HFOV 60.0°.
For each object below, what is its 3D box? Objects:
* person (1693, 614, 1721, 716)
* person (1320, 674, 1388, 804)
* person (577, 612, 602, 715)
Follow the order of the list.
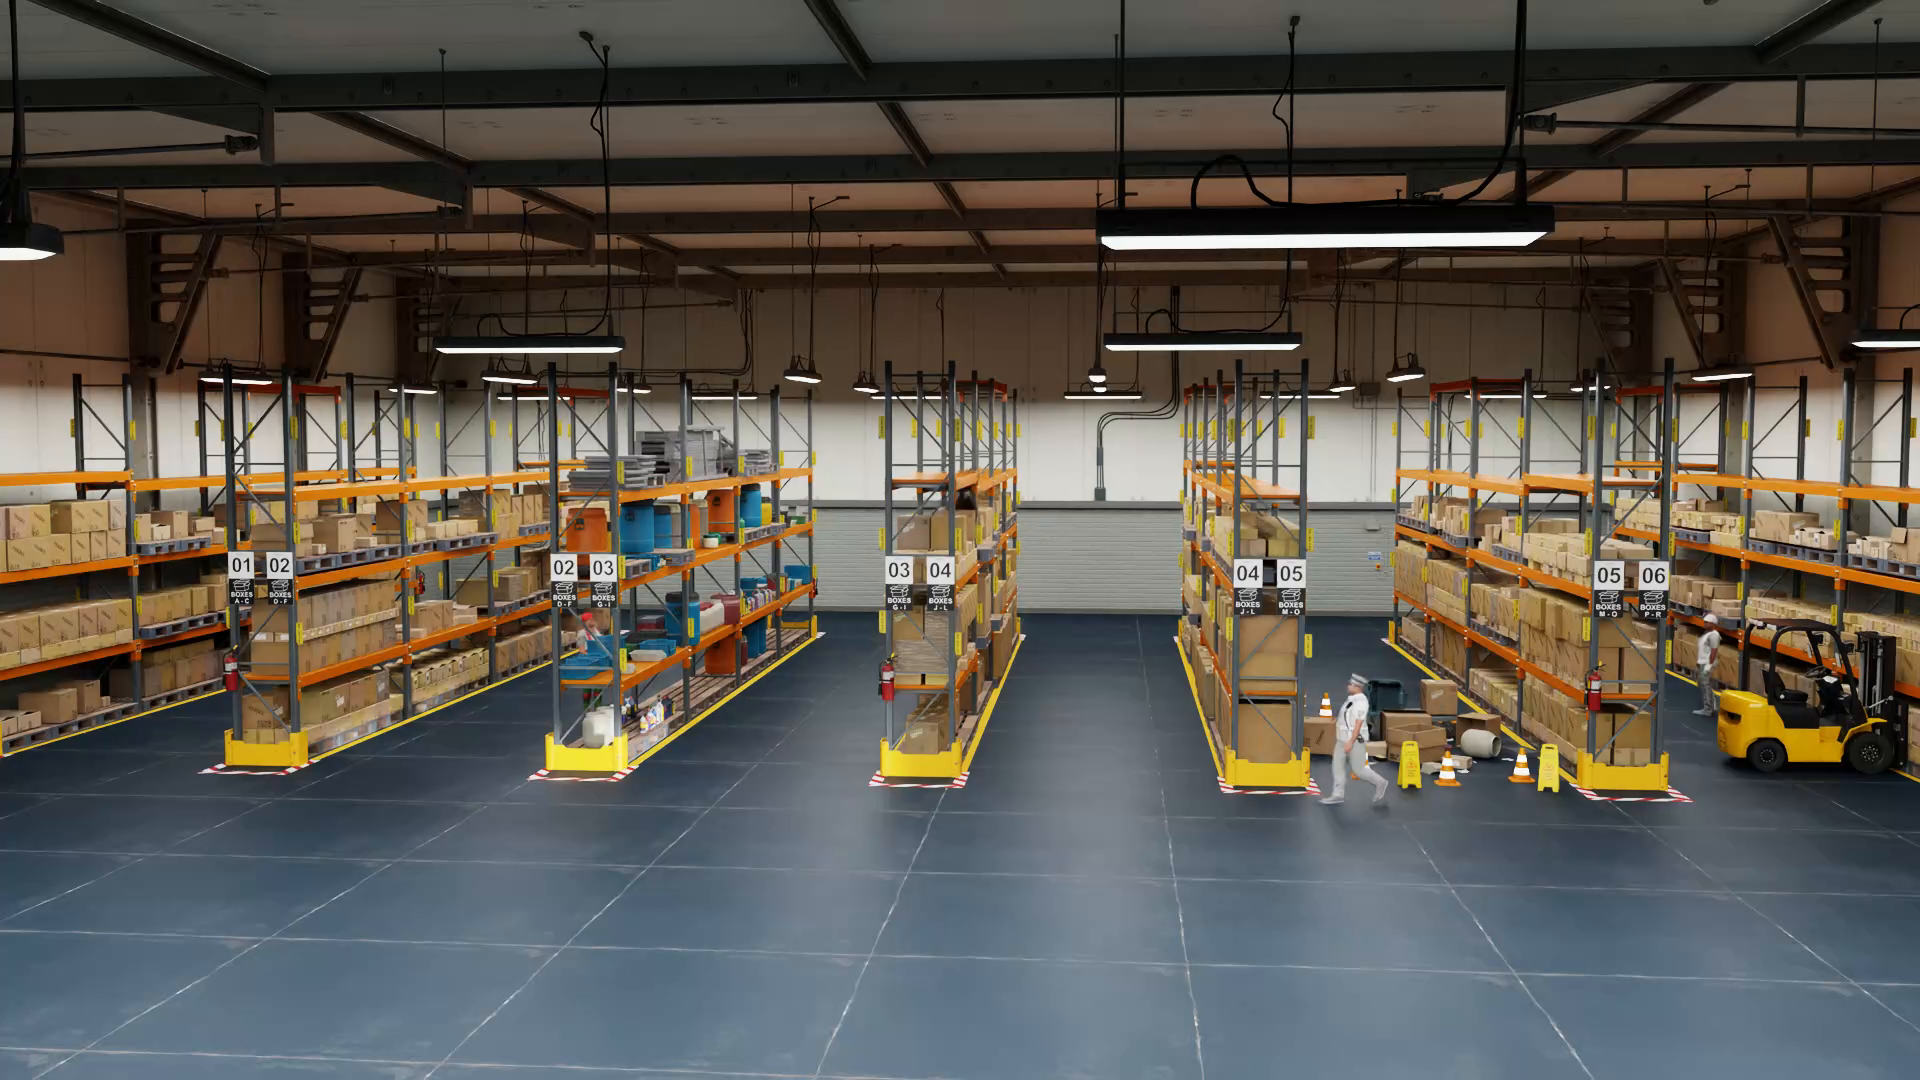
[{"bbox_3d":[13.127,2.201,29.221,0.478,1.799,0.600,3,5,36],"label":"person"},{"bbox_3d":[5.285,2.657,22.223,0.866,1.753,0.500,-2,4,-23],"label":"person"},{"bbox_3d":[-6.491,2.187,29.527,0.605,1.822,0.463,-3,5,-36],"label":"person"}]
